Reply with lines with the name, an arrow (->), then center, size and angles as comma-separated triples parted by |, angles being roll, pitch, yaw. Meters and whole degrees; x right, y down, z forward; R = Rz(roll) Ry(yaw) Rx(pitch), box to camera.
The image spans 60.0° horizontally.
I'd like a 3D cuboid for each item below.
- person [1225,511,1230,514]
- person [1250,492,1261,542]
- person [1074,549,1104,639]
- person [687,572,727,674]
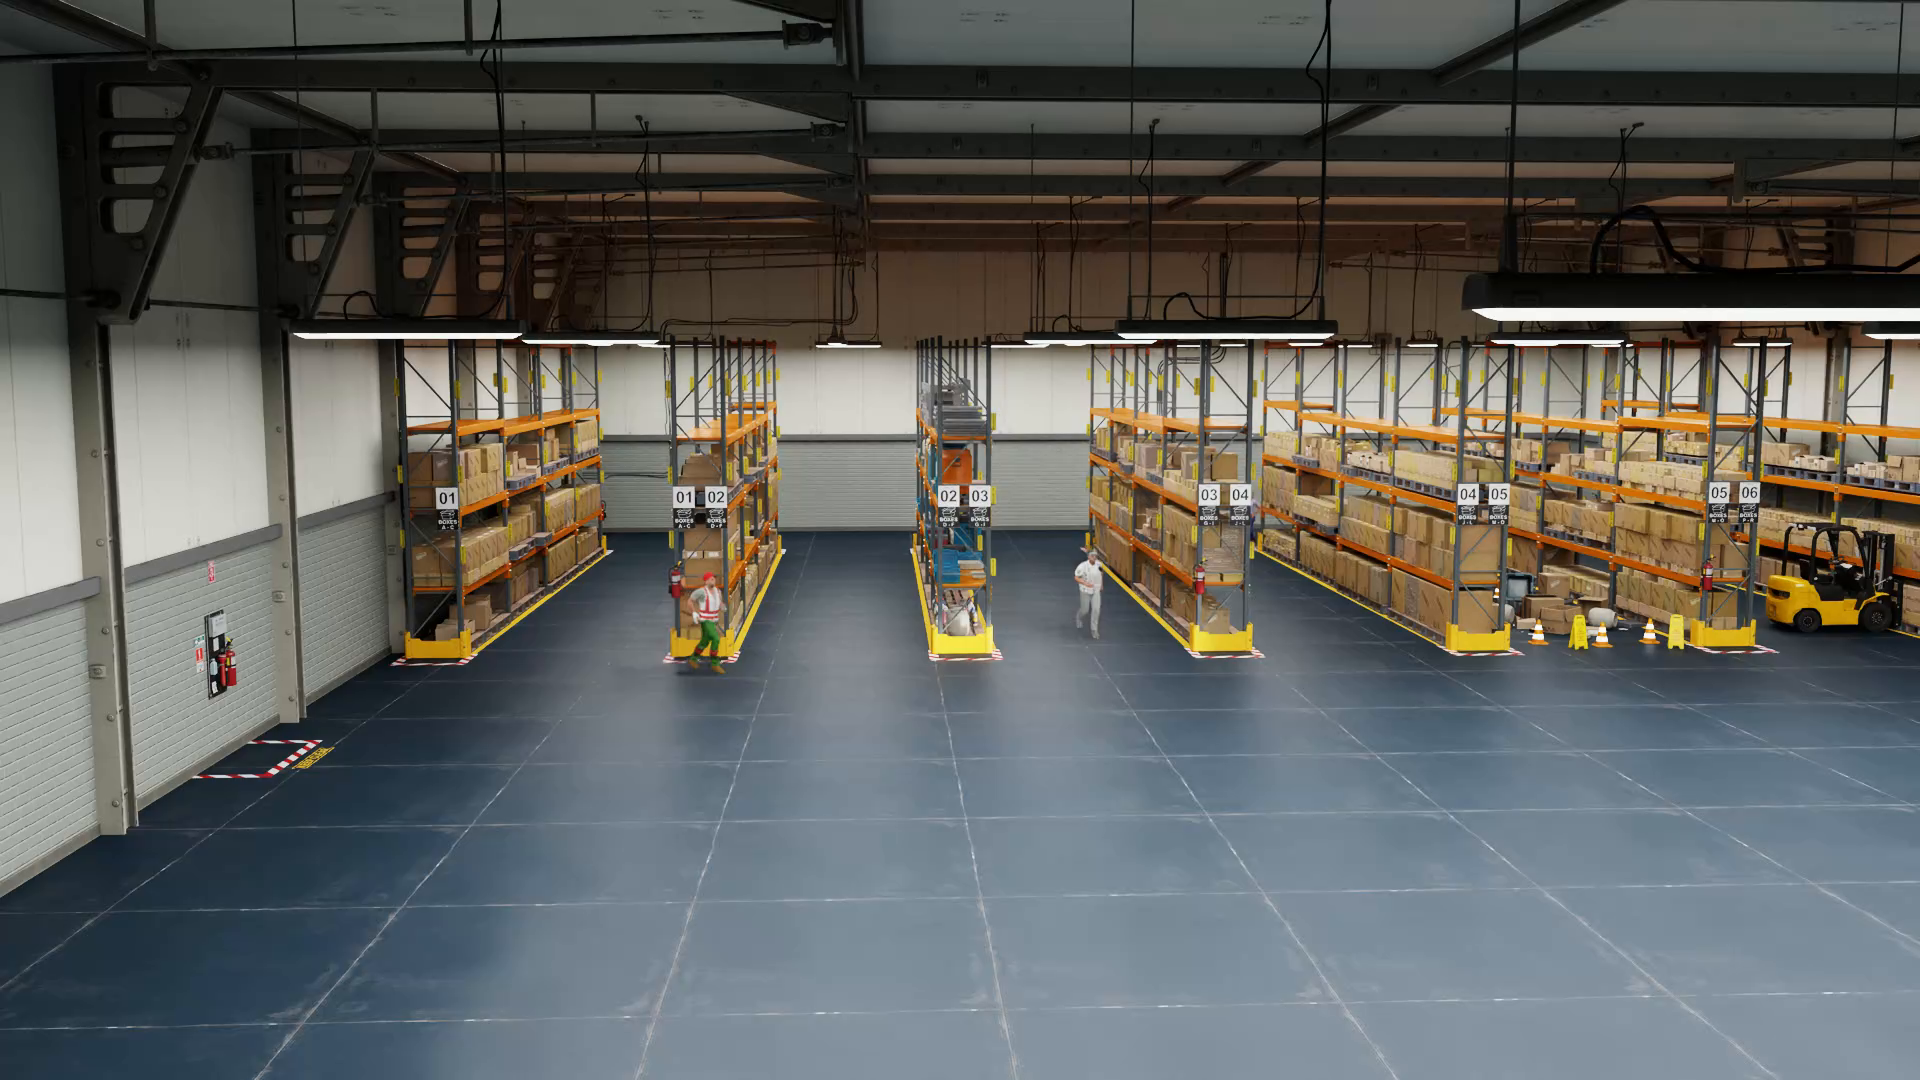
person -> 7.777, -0.633, 48.658 | 0.863, 1.626, 0.667 | -1, 7, -12
person -> 8.443, -0.622, 48.836 | 0.583, 1.607, 0.591 | -6, 9, -43
person -> 2.612, 1.042, 33.571 | 0.686, 1.784, 1.018 | -2, 7, -20
person -> -4.471, 1.445, 29.661 | 0.869, 1.777, 0.647 | 4, 8, 30
